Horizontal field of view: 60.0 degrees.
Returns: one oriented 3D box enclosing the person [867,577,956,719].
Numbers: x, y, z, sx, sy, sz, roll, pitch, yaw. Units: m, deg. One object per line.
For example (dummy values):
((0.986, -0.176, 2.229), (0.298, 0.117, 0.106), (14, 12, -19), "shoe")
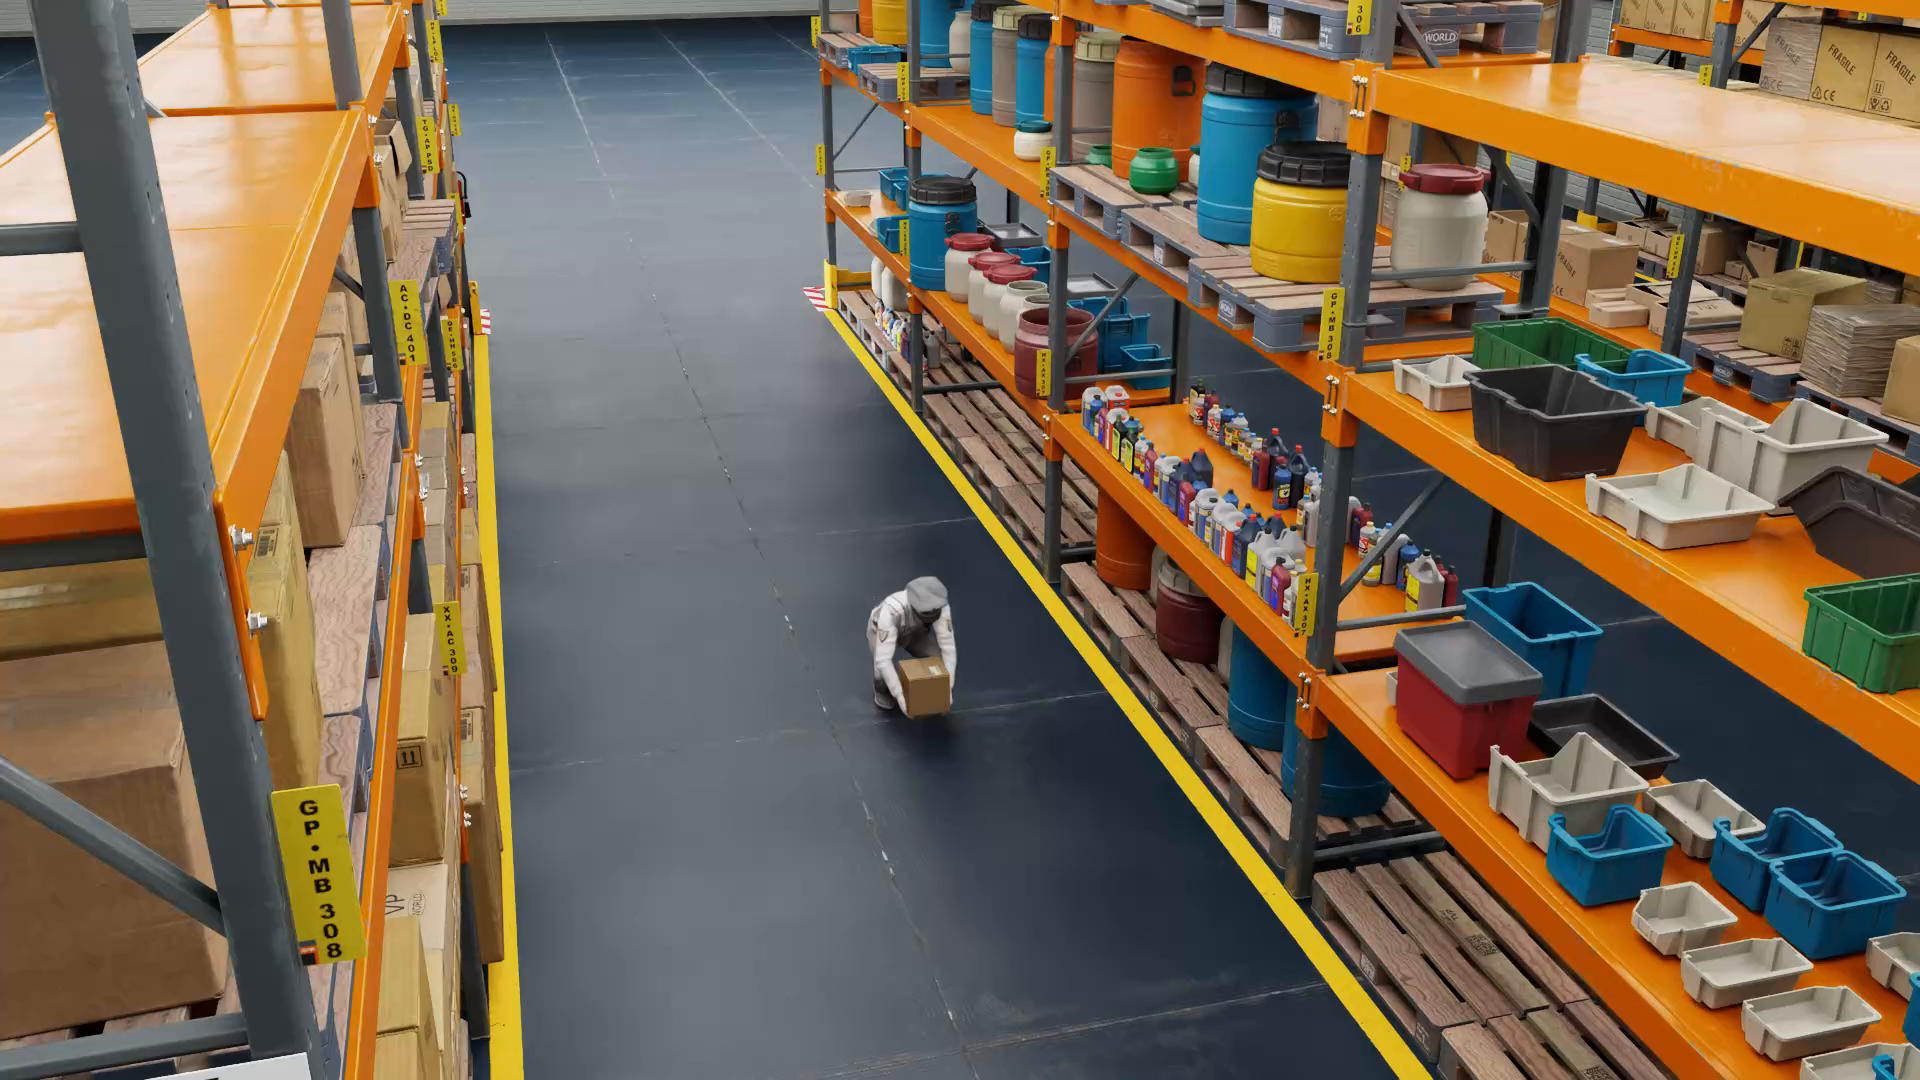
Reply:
((-0.307, 0.607, 10.130), (0.494, 0.961, 0.829), (-6, 24, -14), "person")
